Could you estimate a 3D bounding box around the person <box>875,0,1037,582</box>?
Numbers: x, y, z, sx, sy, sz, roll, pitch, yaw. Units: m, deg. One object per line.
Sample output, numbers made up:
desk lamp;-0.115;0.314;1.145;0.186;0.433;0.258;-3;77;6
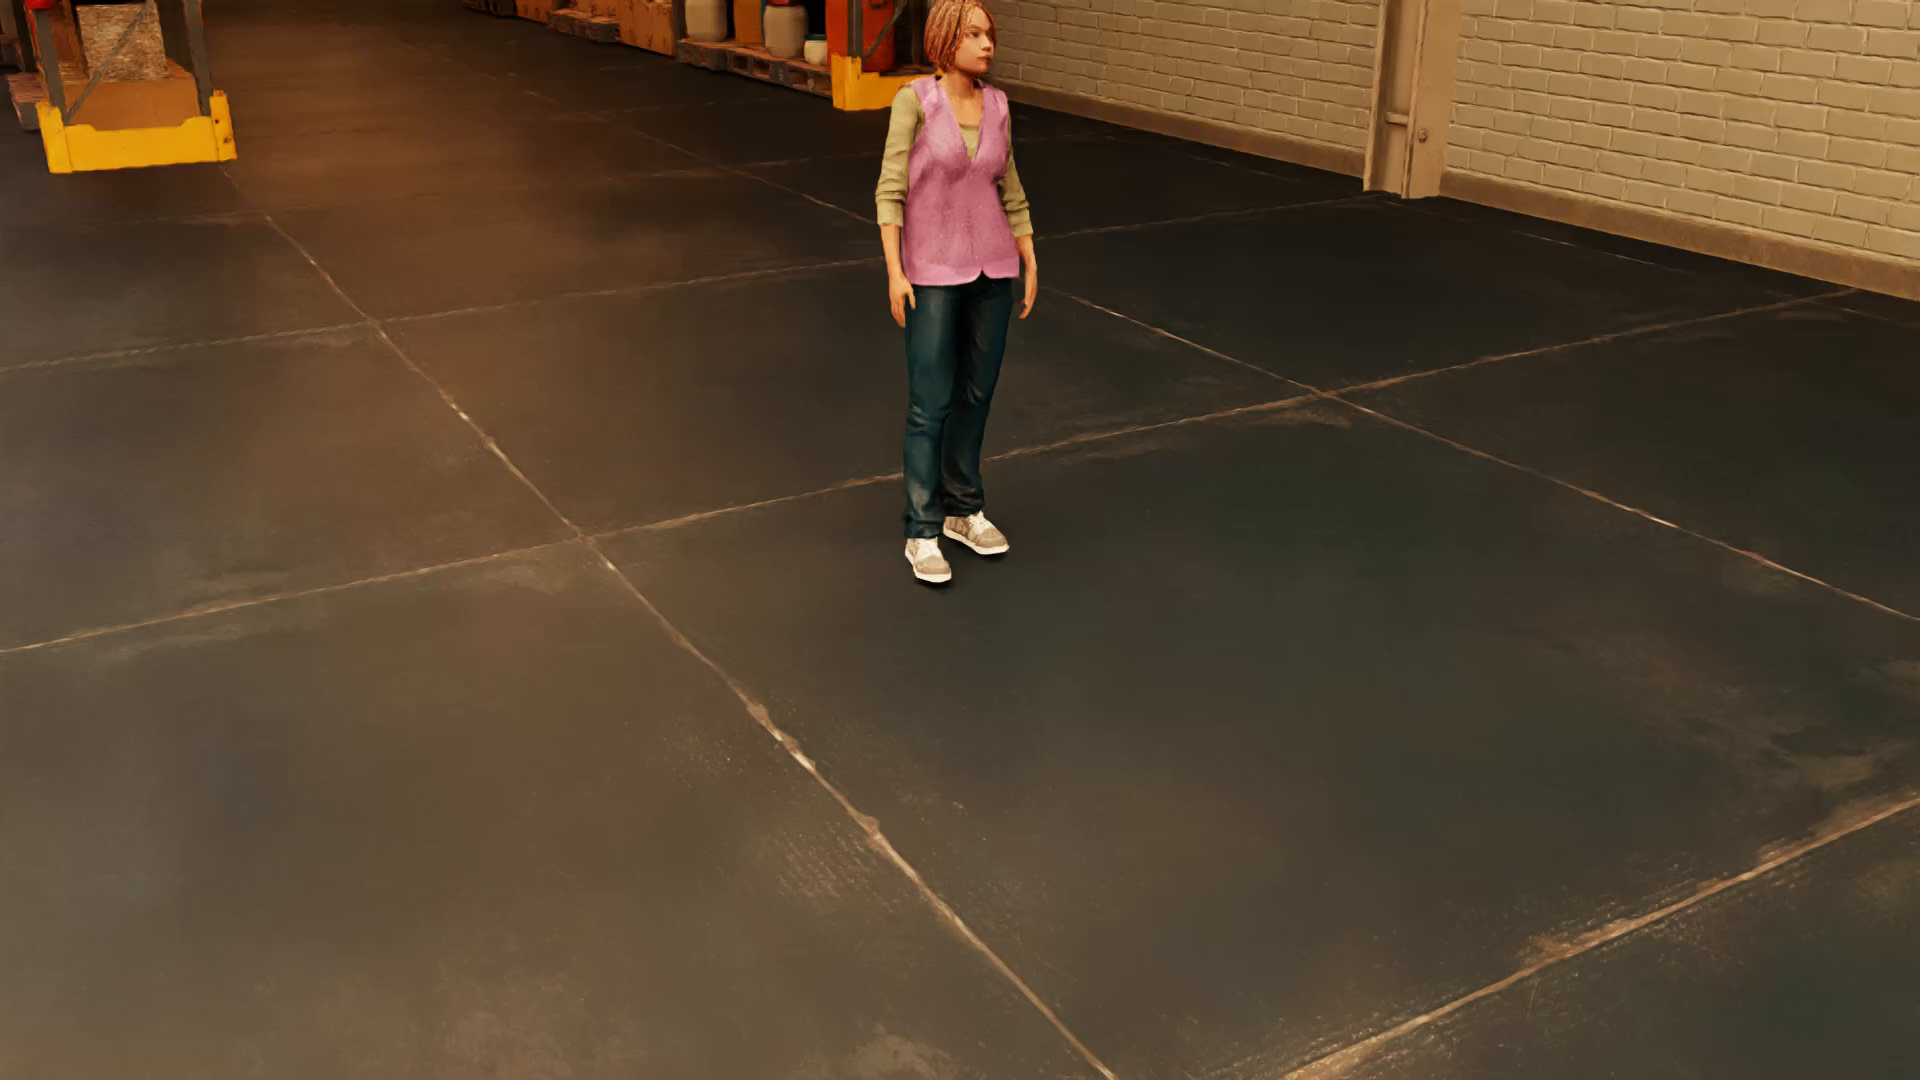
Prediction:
person;0.025;-0.718;4.763;0.520;1.597;0.474;-12;25;-28
